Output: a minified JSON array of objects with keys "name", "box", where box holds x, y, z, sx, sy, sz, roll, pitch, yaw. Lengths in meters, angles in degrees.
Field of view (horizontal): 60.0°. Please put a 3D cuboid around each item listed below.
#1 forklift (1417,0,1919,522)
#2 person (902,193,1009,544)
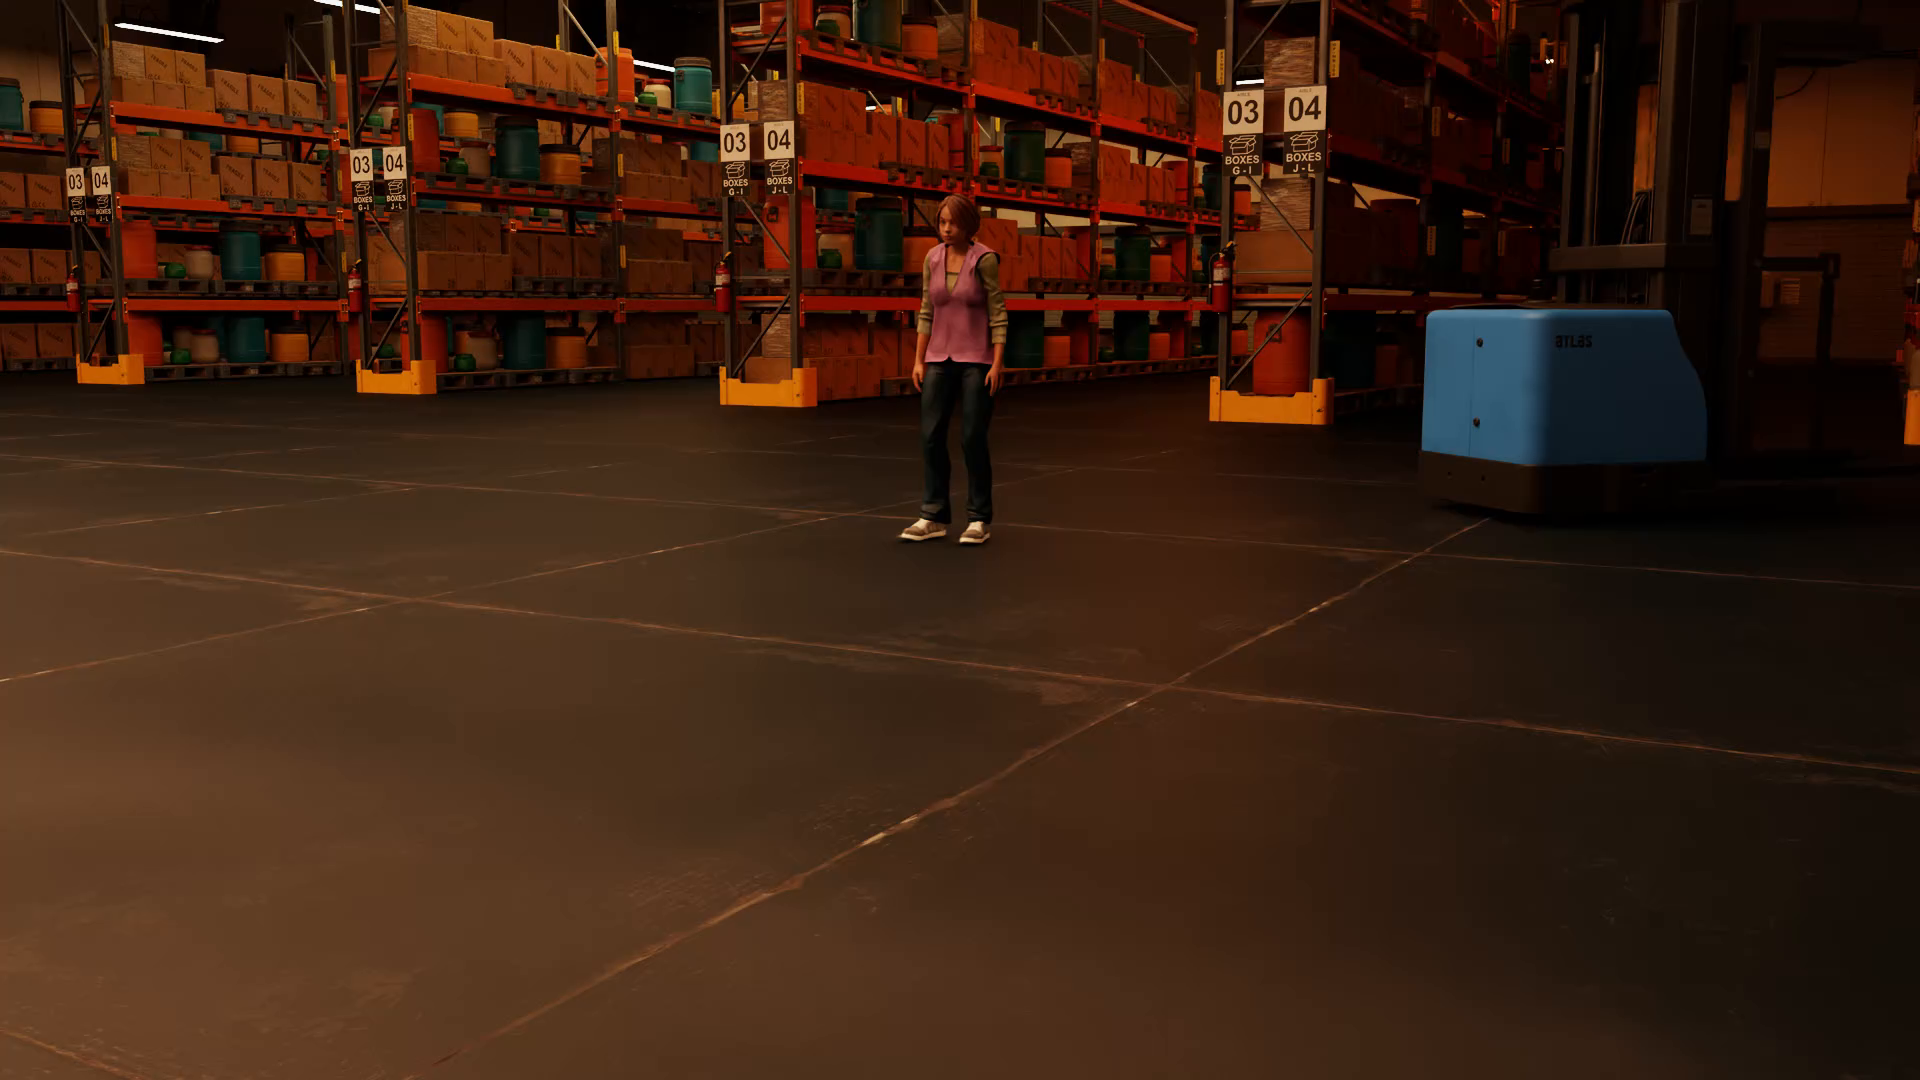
[{"name":"forklift","box":[4.080,-1.634,8.935,3.031,2.935,1.130,-2,8,-17]},{"name":"person","box":[-0.005,-0.785,7.684,0.467,1.591,0.344,4,9,27]}]
